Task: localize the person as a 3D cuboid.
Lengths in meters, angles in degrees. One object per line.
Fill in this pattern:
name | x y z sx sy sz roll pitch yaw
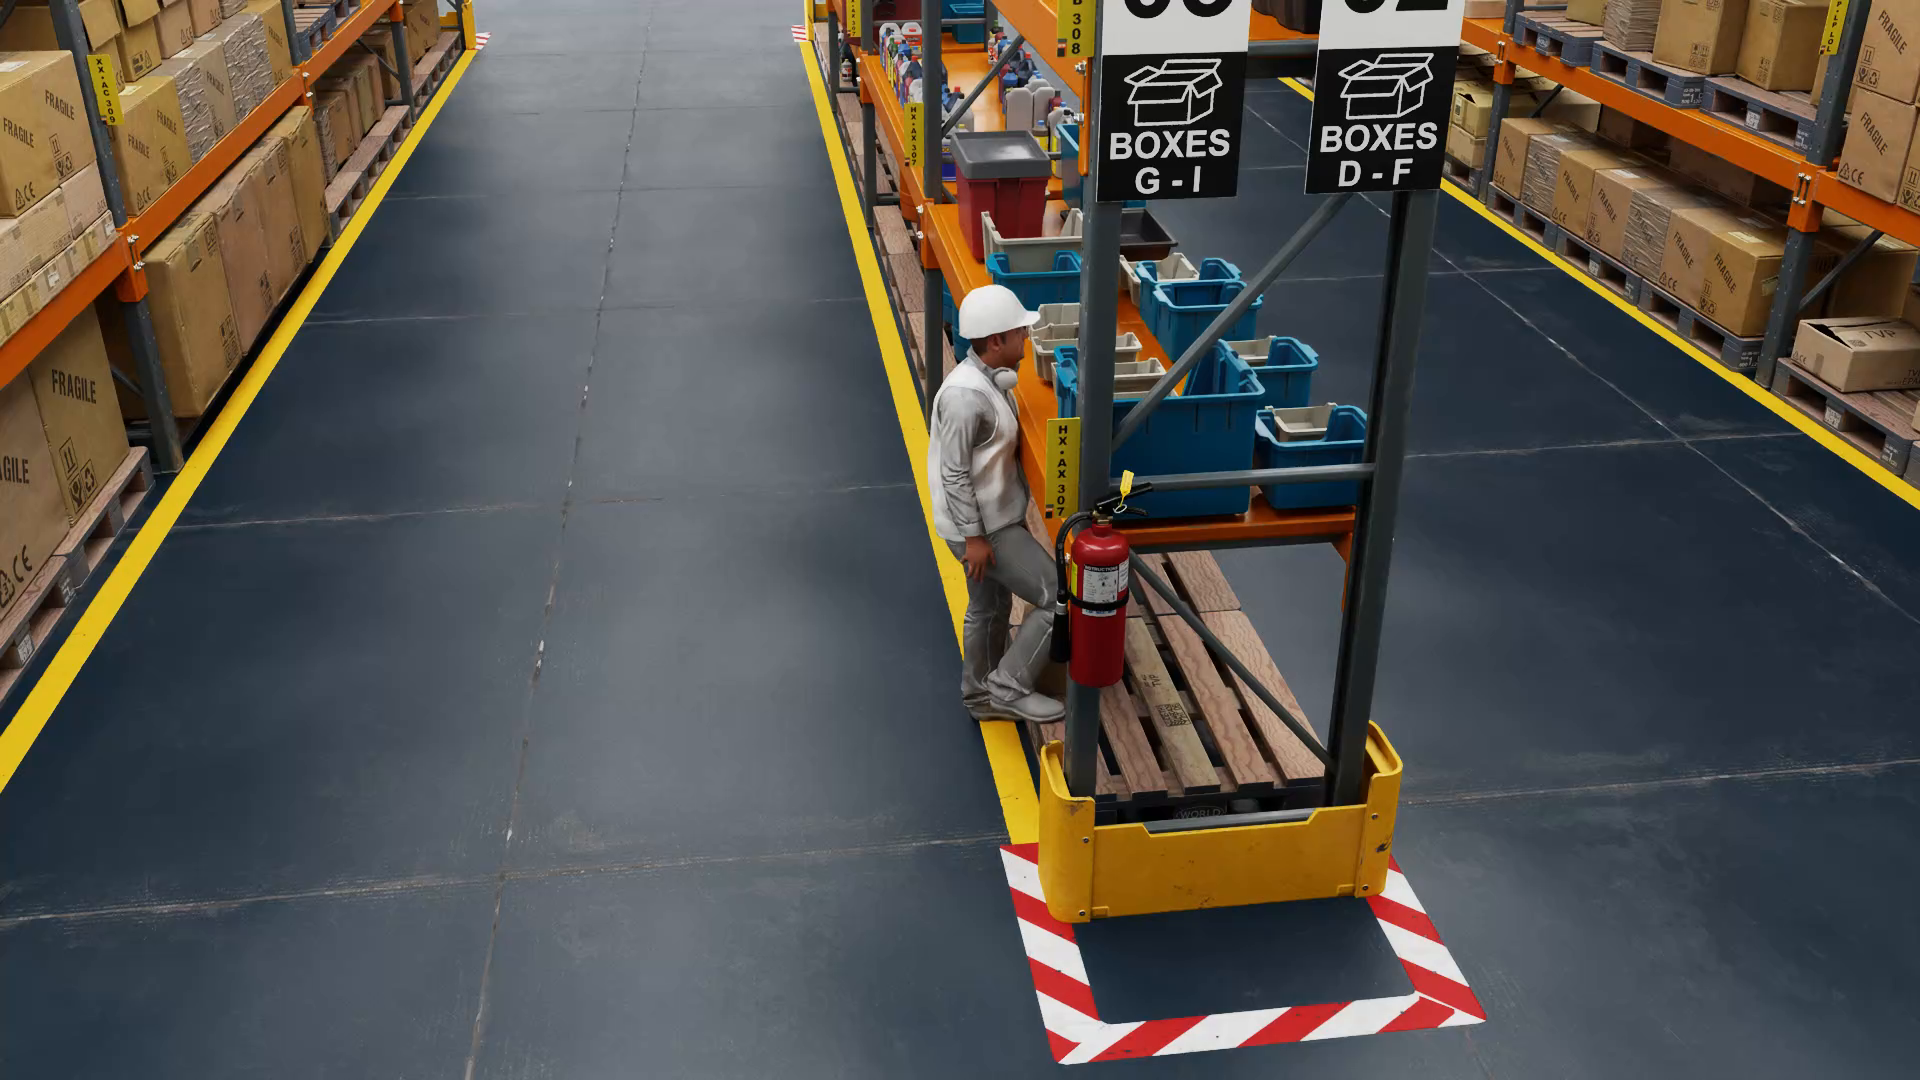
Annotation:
person | 0.186 -0.075 6.213 0.613 1.775 0.635 4 27 8
